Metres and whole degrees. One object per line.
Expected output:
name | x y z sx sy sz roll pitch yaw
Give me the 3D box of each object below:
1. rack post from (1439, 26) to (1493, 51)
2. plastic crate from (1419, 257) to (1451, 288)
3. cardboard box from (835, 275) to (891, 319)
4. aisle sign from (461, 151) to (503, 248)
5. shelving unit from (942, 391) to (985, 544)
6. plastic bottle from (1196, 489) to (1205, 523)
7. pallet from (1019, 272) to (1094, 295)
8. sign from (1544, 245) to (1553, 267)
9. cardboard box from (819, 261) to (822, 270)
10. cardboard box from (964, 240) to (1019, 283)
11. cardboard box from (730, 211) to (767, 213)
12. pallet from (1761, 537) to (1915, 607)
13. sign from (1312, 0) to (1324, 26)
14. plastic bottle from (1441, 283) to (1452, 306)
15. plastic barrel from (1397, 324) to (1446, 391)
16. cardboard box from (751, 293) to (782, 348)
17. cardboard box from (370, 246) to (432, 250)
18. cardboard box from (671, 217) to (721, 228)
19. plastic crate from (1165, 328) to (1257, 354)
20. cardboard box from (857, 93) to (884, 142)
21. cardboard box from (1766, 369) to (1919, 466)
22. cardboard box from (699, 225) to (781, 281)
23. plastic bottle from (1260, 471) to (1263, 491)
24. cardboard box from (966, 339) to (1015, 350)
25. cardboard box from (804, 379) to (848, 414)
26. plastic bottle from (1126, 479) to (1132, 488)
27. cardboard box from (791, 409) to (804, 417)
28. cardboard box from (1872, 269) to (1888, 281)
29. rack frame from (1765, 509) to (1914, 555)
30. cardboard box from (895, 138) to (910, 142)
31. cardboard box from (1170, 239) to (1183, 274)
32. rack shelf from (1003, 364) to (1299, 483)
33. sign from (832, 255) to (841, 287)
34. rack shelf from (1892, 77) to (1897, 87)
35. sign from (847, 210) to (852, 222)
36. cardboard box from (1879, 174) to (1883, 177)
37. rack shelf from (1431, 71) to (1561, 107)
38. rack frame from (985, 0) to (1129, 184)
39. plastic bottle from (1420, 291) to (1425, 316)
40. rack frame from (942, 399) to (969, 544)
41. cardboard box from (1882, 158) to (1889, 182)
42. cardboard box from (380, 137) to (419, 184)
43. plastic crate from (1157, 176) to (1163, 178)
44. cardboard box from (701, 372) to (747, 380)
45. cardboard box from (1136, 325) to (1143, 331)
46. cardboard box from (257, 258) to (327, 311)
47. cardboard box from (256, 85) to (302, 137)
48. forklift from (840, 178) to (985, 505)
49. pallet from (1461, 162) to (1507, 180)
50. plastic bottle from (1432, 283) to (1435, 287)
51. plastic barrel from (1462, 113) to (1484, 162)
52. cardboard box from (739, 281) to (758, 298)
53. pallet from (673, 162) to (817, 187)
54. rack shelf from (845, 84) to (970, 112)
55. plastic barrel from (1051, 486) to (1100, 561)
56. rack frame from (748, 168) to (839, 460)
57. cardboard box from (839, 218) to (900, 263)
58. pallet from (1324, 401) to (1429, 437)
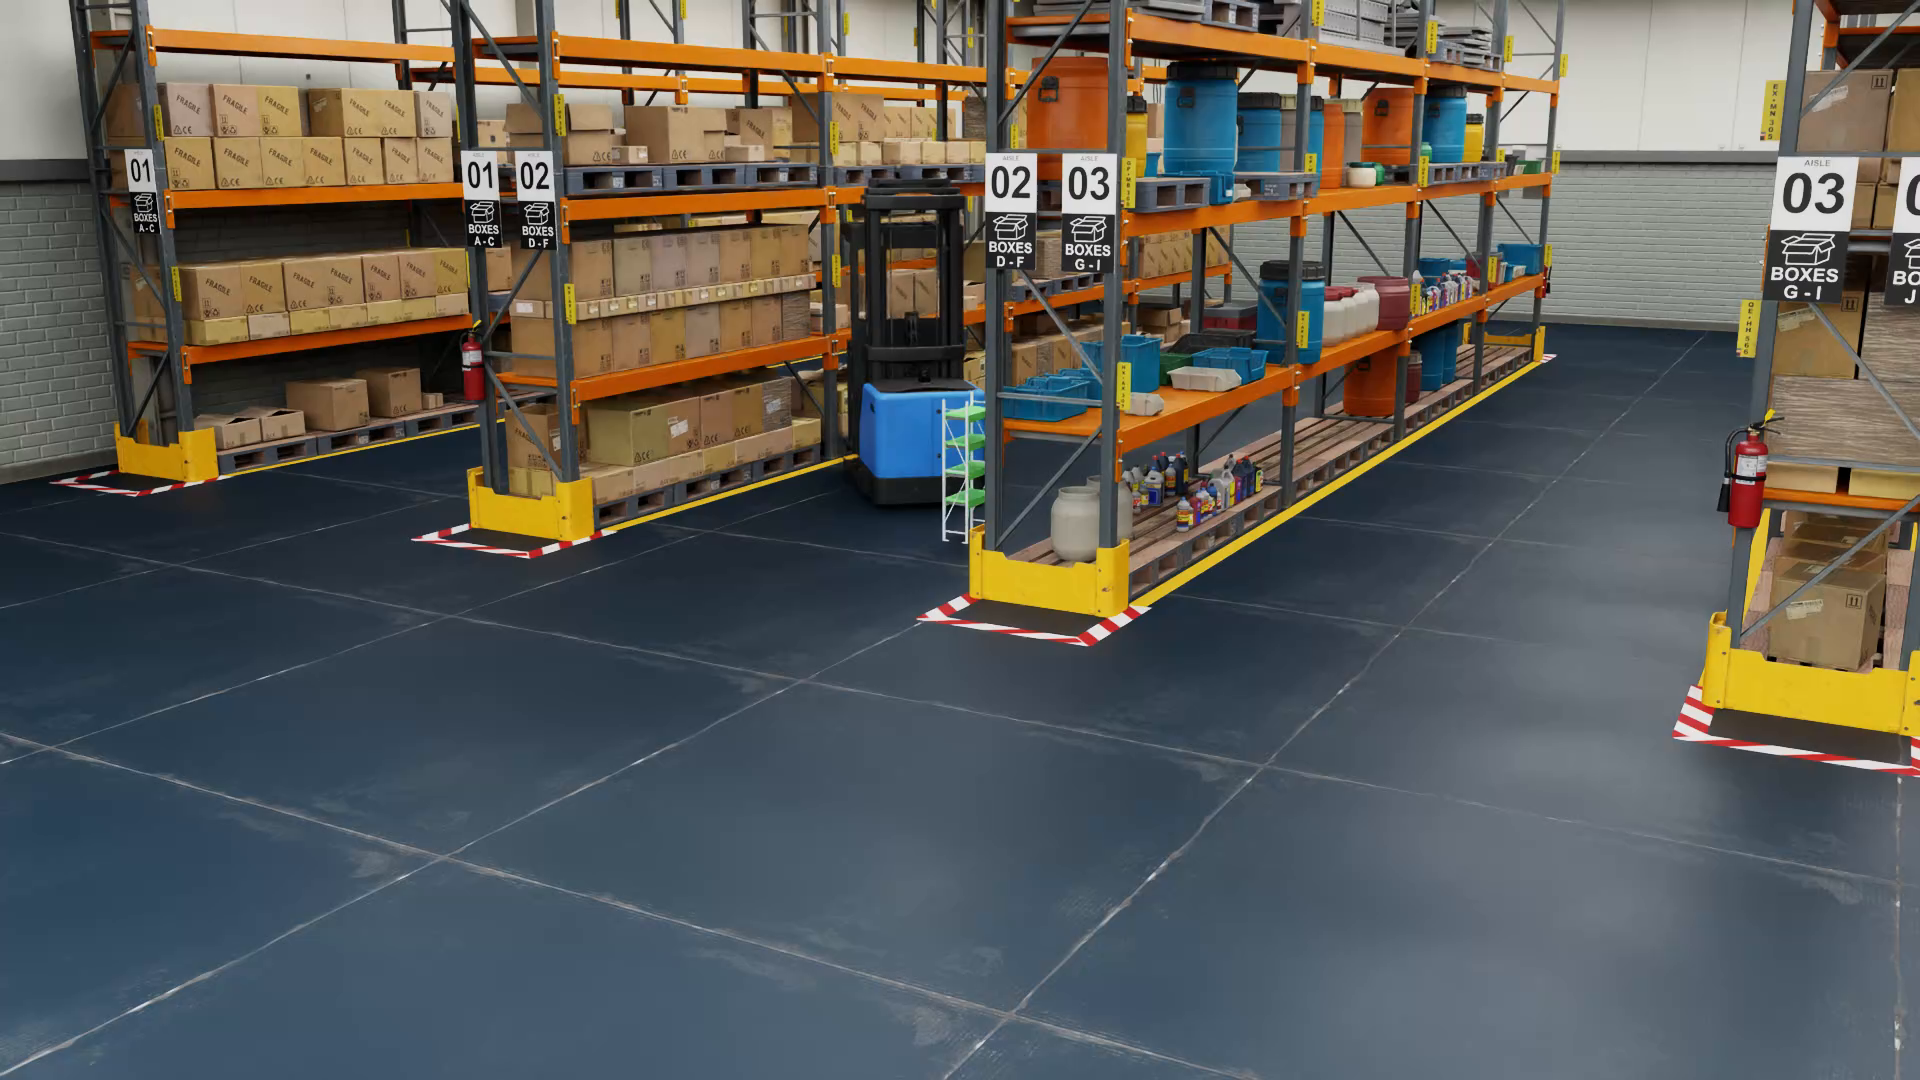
rack post | 6.012 -6.158 20.536 0.937 0.300 0.954 7 15 27
plastic crate | 6.374 -3.603 22.485 0.392 0.384 0.575 7 15 28
cardboard box | -1.115 -2.680 18.538 0.500 0.500 0.500 9 16 32
aisle sign | -3.978 -2.831 13.829 0.394 0.787 0.004 7 15 28
shelving unit | 0.080 -0.617 14.034 0.258 1.200 0.503 7 15 28
plastic bottle | 1.960 -0.280 13.677 0.097 0.271 0.097 0 14 0
pallet | 1.115 -3.495 22.540 1.003 0.211 1.213 7 15 28
sign | 8.870 -4.288 25.073 0.100 0.325 0.005 7 15 28
cardboard box | -2.243 -4.302 25.969 0.380 0.149 0.250 8 16 29
cardboard box | 0.384 -3.583 21.388 0.700 0.500 0.500 2 14 9
cardboard box | -3.161 -4.861 25.306 0.500 0.250 0.500 7 15 26
pallet | 6.621 0.252 12.536 1.003 0.211 1.213 7 15 28
sign | 3.055 -4.556 14.178 0.100 0.325 0.005 7 15 28
plastic bottle | 5.941 -3.016 20.408 0.152 0.276 0.135 7 15 28
plastic barrel | 5.826 -2.376 21.072 0.600 0.901 0.708 7 15 28
cardboard box | -2.213 -2.216 16.612 0.700 0.500 0.500 7 15 27
cardboard box | -6.503 -3.157 19.406 0.500 0.500 0.500 7 15 27
cardboard box | -3.701 -4.387 23.338 0.500 0.250 0.500 8 16 29
plastic crate | 2.215 -1.683 14.746 0.767 0.338 0.504 7 15 28
cardboard box | -1.167 -4.564 17.987 0.500 0.500 0.500 9 16 33
cardboard box | 5.271 -0.727 9.802 0.875 0.500 0.500 7 15 28
cardboard box | -2.207 -2.852 16.481 0.700 0.500 0.500 7 15 28
plastic bottle | 2.677 -0.550 14.946 0.097 0.201 0.097 0 14 0
cardboard box | 0.425 -2.406 22.008 0.500 0.500 0.500 8 16 30
cardboard box | -1.337 -1.565 17.898 0.500 0.311 0.500 7 15 28
plastic bottle | 1.362 -0.379 14.077 0.152 0.276 0.135 7 15 26
cardboard box | -1.808 -1.353 18.218 0.500 0.250 0.500 7 15 27
cardboard box | 6.210 -1.493 10.846 0.500 0.500 0.500 7 15 28
rack frame | 6.915 -1.245 12.797 1.000 3.000 0.127 7 15 28
cardboard box | -1.161 -6.529 27.525 0.500 0.250 0.500 7 15 26
cardboard box | 3.086 -4.339 25.420 0.500 0.500 0.500 7 15 28
rack shelf | 1.612 -1.046 13.507 1.077 0.370 4.000 7 15 28
sign | -1.269 -2.765 17.086 0.100 0.325 0.005 7 15 28
rack shelf | 11.749 -5.669 20.735 1.077 0.370 4.000 7 15 28
sign | -1.746 -5.035 26.216 0.100 0.325 0.005 7 15 28
cardboard box | 6.222 -2.458 11.748 0.500 0.250 0.500 7 15 28
rack shelf | 7.413 -6.230 23.063 1.077 0.370 4.000 7 15 28
rack frame | 0.645 -3.902 11.018 1.000 3.000 0.127 7 15 28
plastic bottle | 5.333 -2.739 19.245 0.061 0.283 0.133 7 15 28
rack frame | -0.038 -0.567 13.826 0.240 1.200 0.015 7 15 28
cardboard box | 5.541 -2.142 9.586 0.380 0.149 0.250 7 15 27
cardboard box | -6.377 -4.211 18.445 0.500 0.500 0.500 6 15 23
plastic crate | 1.578 -2.868 13.583 0.336 0.188 0.450 7 15 28
cardboard box | -2.488 -1.437 16.964 0.500 0.500 0.500 7 15 28
cardboard box | 2.502 -3.219 25.784 0.500 0.311 0.500 7 15 28
cardboard box | -7.030 -2.679 17.422 0.500 0.500 0.500 7 15 26
cardboard box | -7.103 -4.366 16.952 0.500 0.500 0.500 8 16 30
forklift | -0.557 -2.043 16.252 1.130 2.935 3.031 -3 14 -12
pallet | 6.153 -4.642 20.891 1.213 0.211 1.003 7 15 28
plastic bottle | 5.823 -3.024 20.452 0.097 0.271 0.097 0 14 0
plastic barrel | 6.183 -4.991 20.638 0.600 0.588 0.600 0 14 0
cardboard box | -2.193 -2.443 16.171 0.380 0.149 0.250 7 15 28
pallet | -2.145 -3.605 16.377 1.003 0.211 1.213 7 15 28
rack shelf | -1.259 -7.352 27.719 1.077 0.370 4.000 7 15 28
plastic barrel | 0.897 -0.124 12.559 0.421 0.512 0.421 0 14 0
rack frame | -1.755 -2.368 17.456 1.000 3.000 0.127 7 15 28
cardboard box | -1.592 -4.974 27.626 0.980 0.700 0.700 7 15 27
pallet | 4.857 -1.438 19.546 1.003 0.211 1.213 7 15 28
